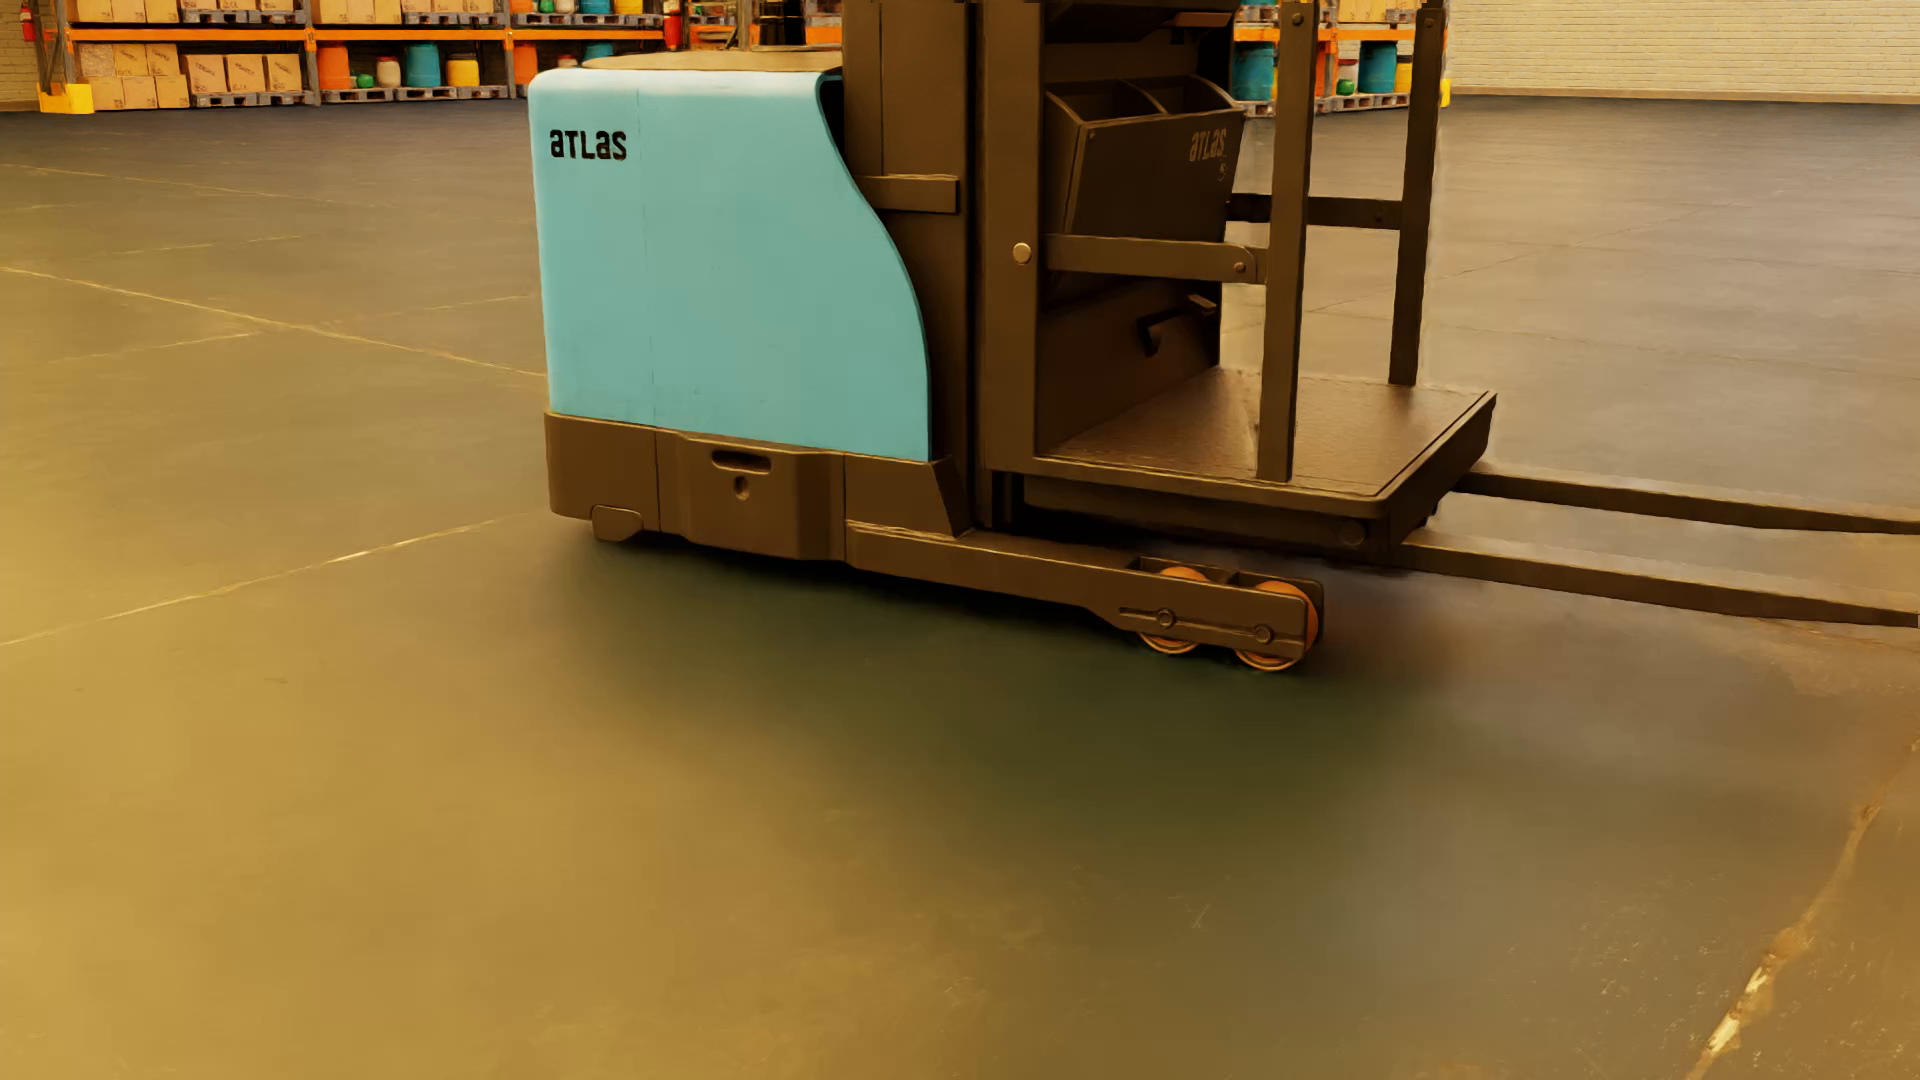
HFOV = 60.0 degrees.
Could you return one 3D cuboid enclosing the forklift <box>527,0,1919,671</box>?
[{"bbox_3d":[0.574,-1.332,3.284,3.031,2.935,1.130,9,19,26],"label":"forklift"}]
